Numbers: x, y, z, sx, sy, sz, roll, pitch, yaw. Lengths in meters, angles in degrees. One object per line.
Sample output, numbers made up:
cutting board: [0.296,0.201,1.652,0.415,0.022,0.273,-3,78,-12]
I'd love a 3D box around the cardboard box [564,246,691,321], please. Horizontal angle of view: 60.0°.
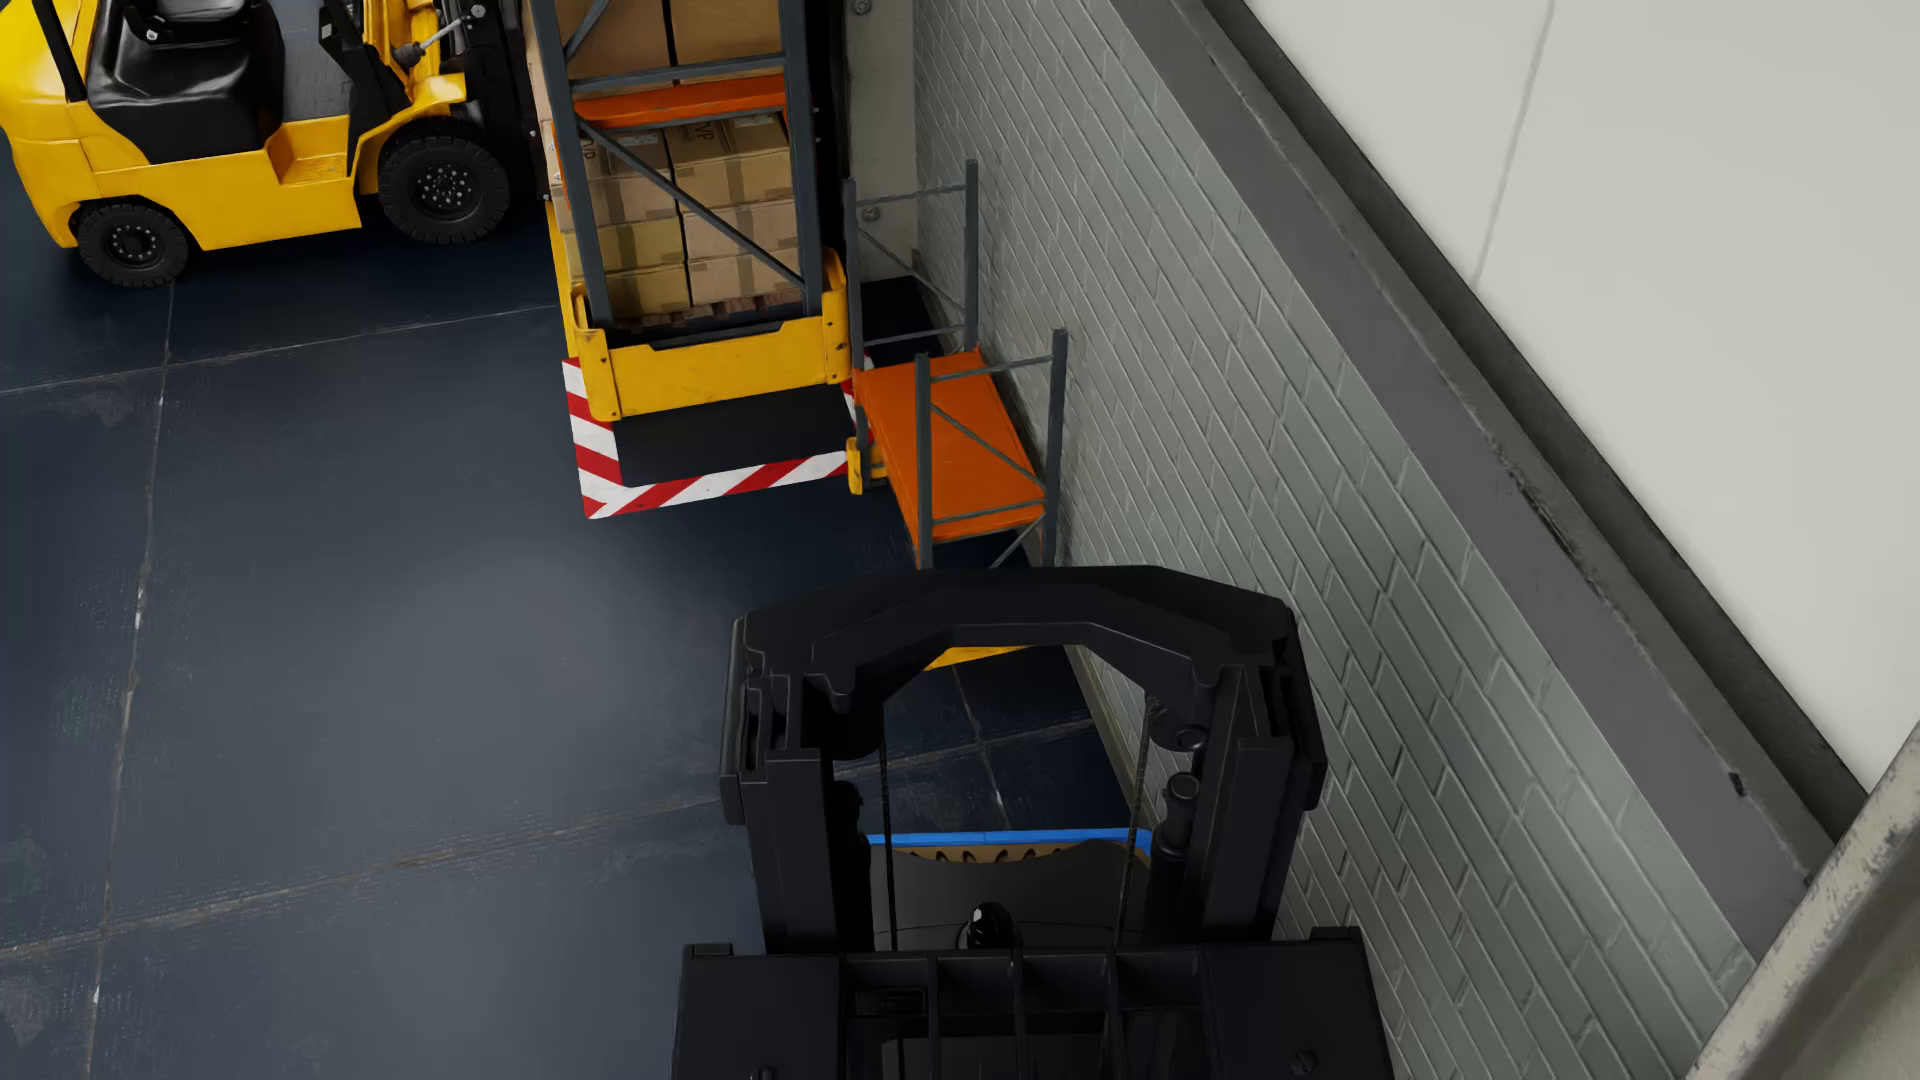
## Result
cardboard box: [-1.510,-1.247,7.503,0.500,0.250,0.500,-10,46,-10]

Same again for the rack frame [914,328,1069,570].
rack frame: [0.101,-0.096,5.793,0.500,1.500,0.032,-11,47,-11]

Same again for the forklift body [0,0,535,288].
forklift body: [-3.333,-2.475,7.669,2.313,2.155,1.214,-11,47,-10]

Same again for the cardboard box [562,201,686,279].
cardboard box: [-1.511,-1.435,7.337,0.500,0.250,0.500,-11,47,-11]

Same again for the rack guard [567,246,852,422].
rack guard: [-1.078,-0.905,7.287,1.175,0.500,0.348,-11,47,-10]

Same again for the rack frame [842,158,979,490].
rack frame: [-0.177,-0.794,6.478,0.500,1.500,0.032,-11,47,-11]

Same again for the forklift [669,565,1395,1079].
forklift: [0.110,1.566,3.163,1.130,2.935,3.031,-1,46,-1]

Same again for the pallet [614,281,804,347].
pallet: [-1.321,-1.341,7.916,1.003,0.211,1.213,-11,47,-10]

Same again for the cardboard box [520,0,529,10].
cardboard box: [-1.901,-2.641,8.169,0.500,0.250,0.500,-12,47,-11]

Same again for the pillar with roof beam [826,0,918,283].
pillar with roof beam: [-4.553,-3.754,4.129,9.100,9.000,0.400,-11,47,-10]

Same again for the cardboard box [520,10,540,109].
cardboard box: [-1.779,-2.290,7.825,0.500,0.250,0.500,-10,46,-10]

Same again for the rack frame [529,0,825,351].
rack frame: [-1.084,-1.796,6.410,1.000,3.000,0.127,-11,47,-10]

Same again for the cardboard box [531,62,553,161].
cardboard box: [-1.640,-1.943,7.485,0.500,0.250,0.500,-10,46,-10]

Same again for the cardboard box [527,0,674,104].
cardboard box: [-1.464,-2.123,6.660,0.500,0.500,0.500,-12,47,-11]

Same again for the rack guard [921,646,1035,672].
rack guard: [0.095,0.328,6.253,0.587,0.250,0.087,-11,47,-11]

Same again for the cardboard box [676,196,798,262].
cardboard box: [-1.004,-1.518,7.419,0.500,0.250,0.500,-10,46,-10]

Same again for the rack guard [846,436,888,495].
rack guard: [-0.177,-0.356,6.923,0.587,0.250,0.087,-11,47,-11]

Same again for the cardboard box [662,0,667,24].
cardboard box: [-1.097,-2.580,7.108,0.500,0.500,0.500,-9,46,-9]

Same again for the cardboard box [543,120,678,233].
cardboard box: [-1.504,-1.592,7.141,0.500,0.250,0.500,-9,46,-9]

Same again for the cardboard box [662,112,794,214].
cardboard box: [-1.024,-1.697,7.244,0.500,0.250,0.500,-11,47,-11]

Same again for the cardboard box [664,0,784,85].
cardboard box: [-0.943,-2.224,6.759,0.500,0.500,0.500,-9,46,-9]

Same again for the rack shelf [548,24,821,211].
rack shelf: [-1.596,-2.925,8.020,1.077,0.370,4.000,-11,47,-10]

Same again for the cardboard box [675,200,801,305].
cardboard box: [-1.021,-1.356,7.609,0.500,0.250,0.500,-11,47,-10]

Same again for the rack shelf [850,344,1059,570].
rack shelf: [-0.038,-0.319,6.264,0.538,0.185,1.000,-11,47,-11]

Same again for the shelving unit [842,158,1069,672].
shelving unit: [-0.040,-0.451,6.142,0.587,1.500,1.083,-11,47,-11]
